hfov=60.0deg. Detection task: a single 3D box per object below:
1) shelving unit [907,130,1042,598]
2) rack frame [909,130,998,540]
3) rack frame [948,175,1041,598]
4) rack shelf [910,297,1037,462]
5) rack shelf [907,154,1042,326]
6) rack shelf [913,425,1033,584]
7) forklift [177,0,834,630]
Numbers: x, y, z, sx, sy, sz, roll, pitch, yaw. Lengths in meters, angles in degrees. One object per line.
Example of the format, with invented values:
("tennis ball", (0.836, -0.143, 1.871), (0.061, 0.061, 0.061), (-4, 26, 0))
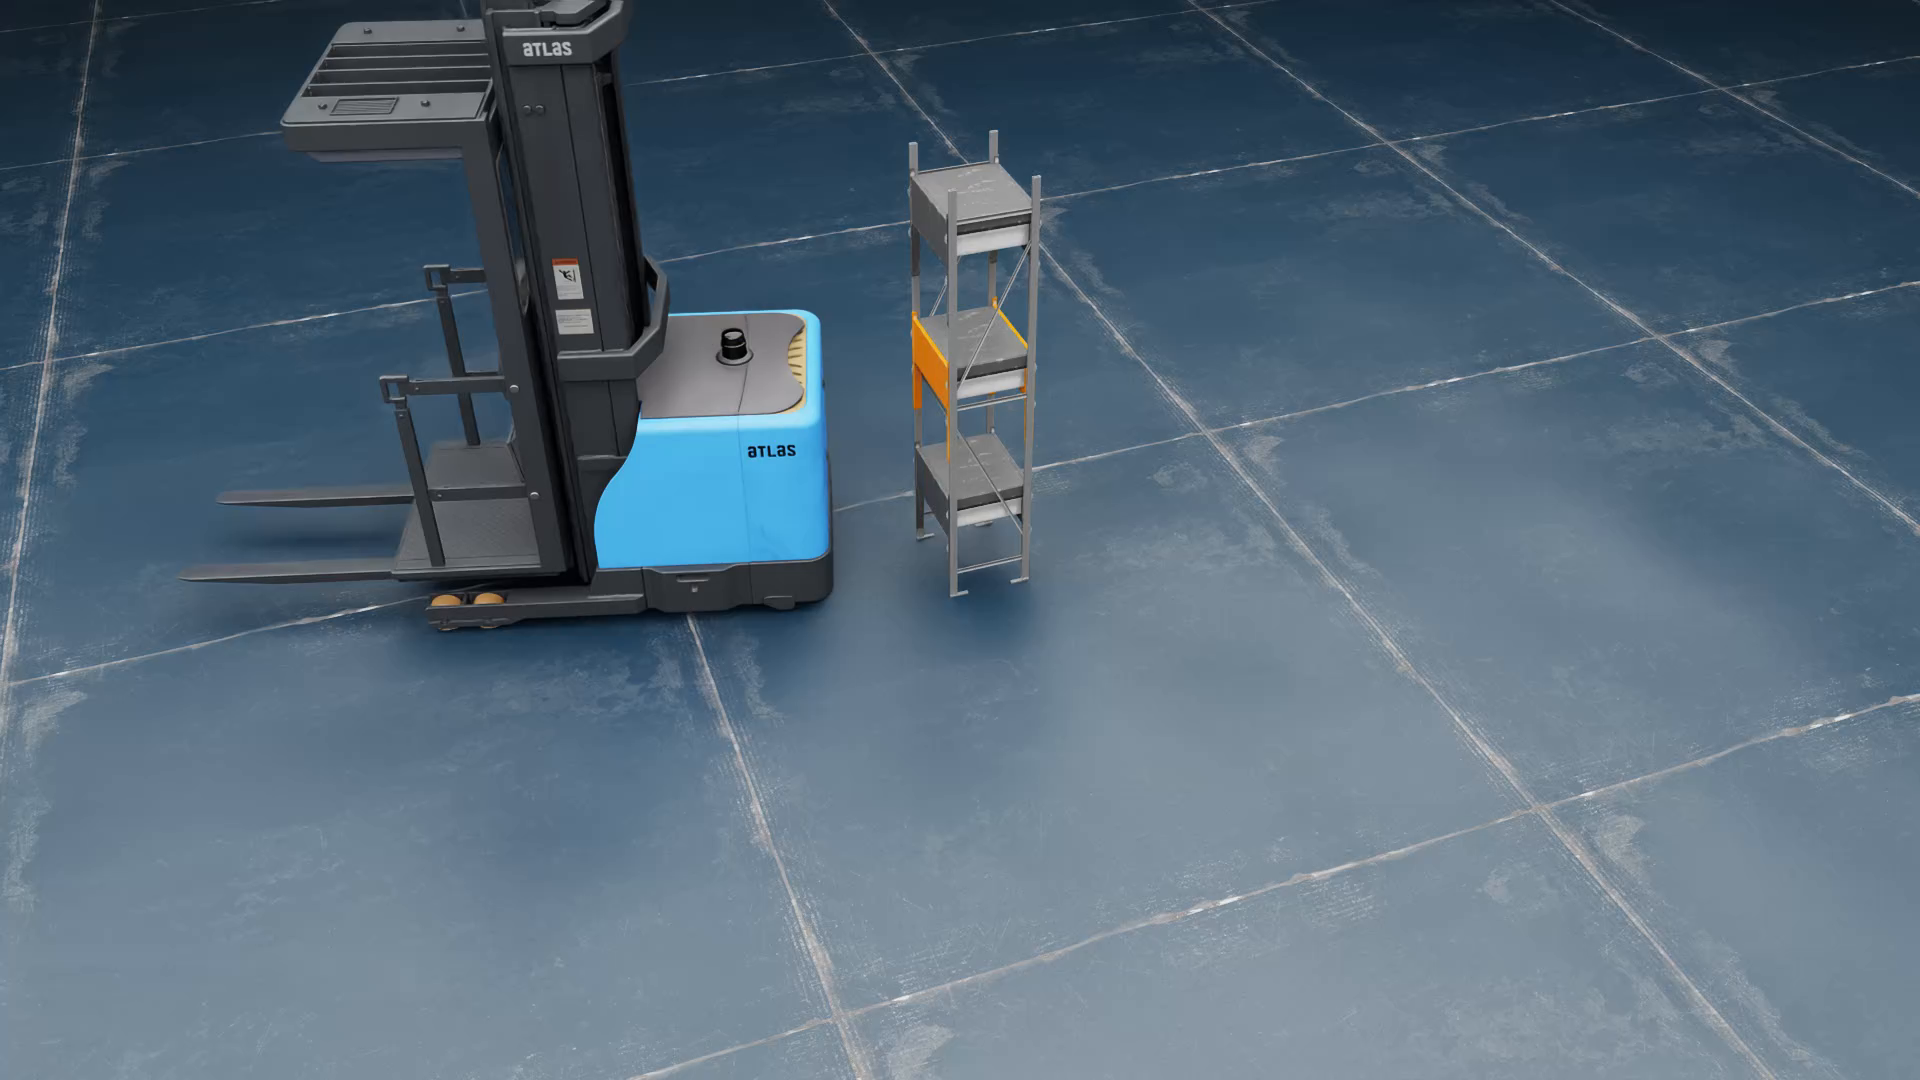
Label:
("shelving unit", (0.057, -0.745, 7.555), (0.431, 2.100, 0.503), (-12, 39, -16))
("rack frame", (-0.027, -0.883, 7.738), (0.400, 2.100, 0.015), (-12, 39, -16))
("rack frame", (0.141, -0.607, 7.372), (0.400, 2.100, 0.015), (-12, 39, -16))
("rack shelf", (0.057, -0.734, 7.563), (0.431, 0.518, 0.480), (-12, 39, -16))
("rack shelf", (0.057, -1.293, 7.142), (0.431, 0.518, 0.480), (-12, 39, -16))
("rack shelf", (0.057, -0.175, 7.984), (0.431, 0.518, 0.480), (-12, 39, -16))
("forklift", (-2.142, -1.080, 7.308), (3.031, 2.935, 1.130), (-2, 37, -3))
